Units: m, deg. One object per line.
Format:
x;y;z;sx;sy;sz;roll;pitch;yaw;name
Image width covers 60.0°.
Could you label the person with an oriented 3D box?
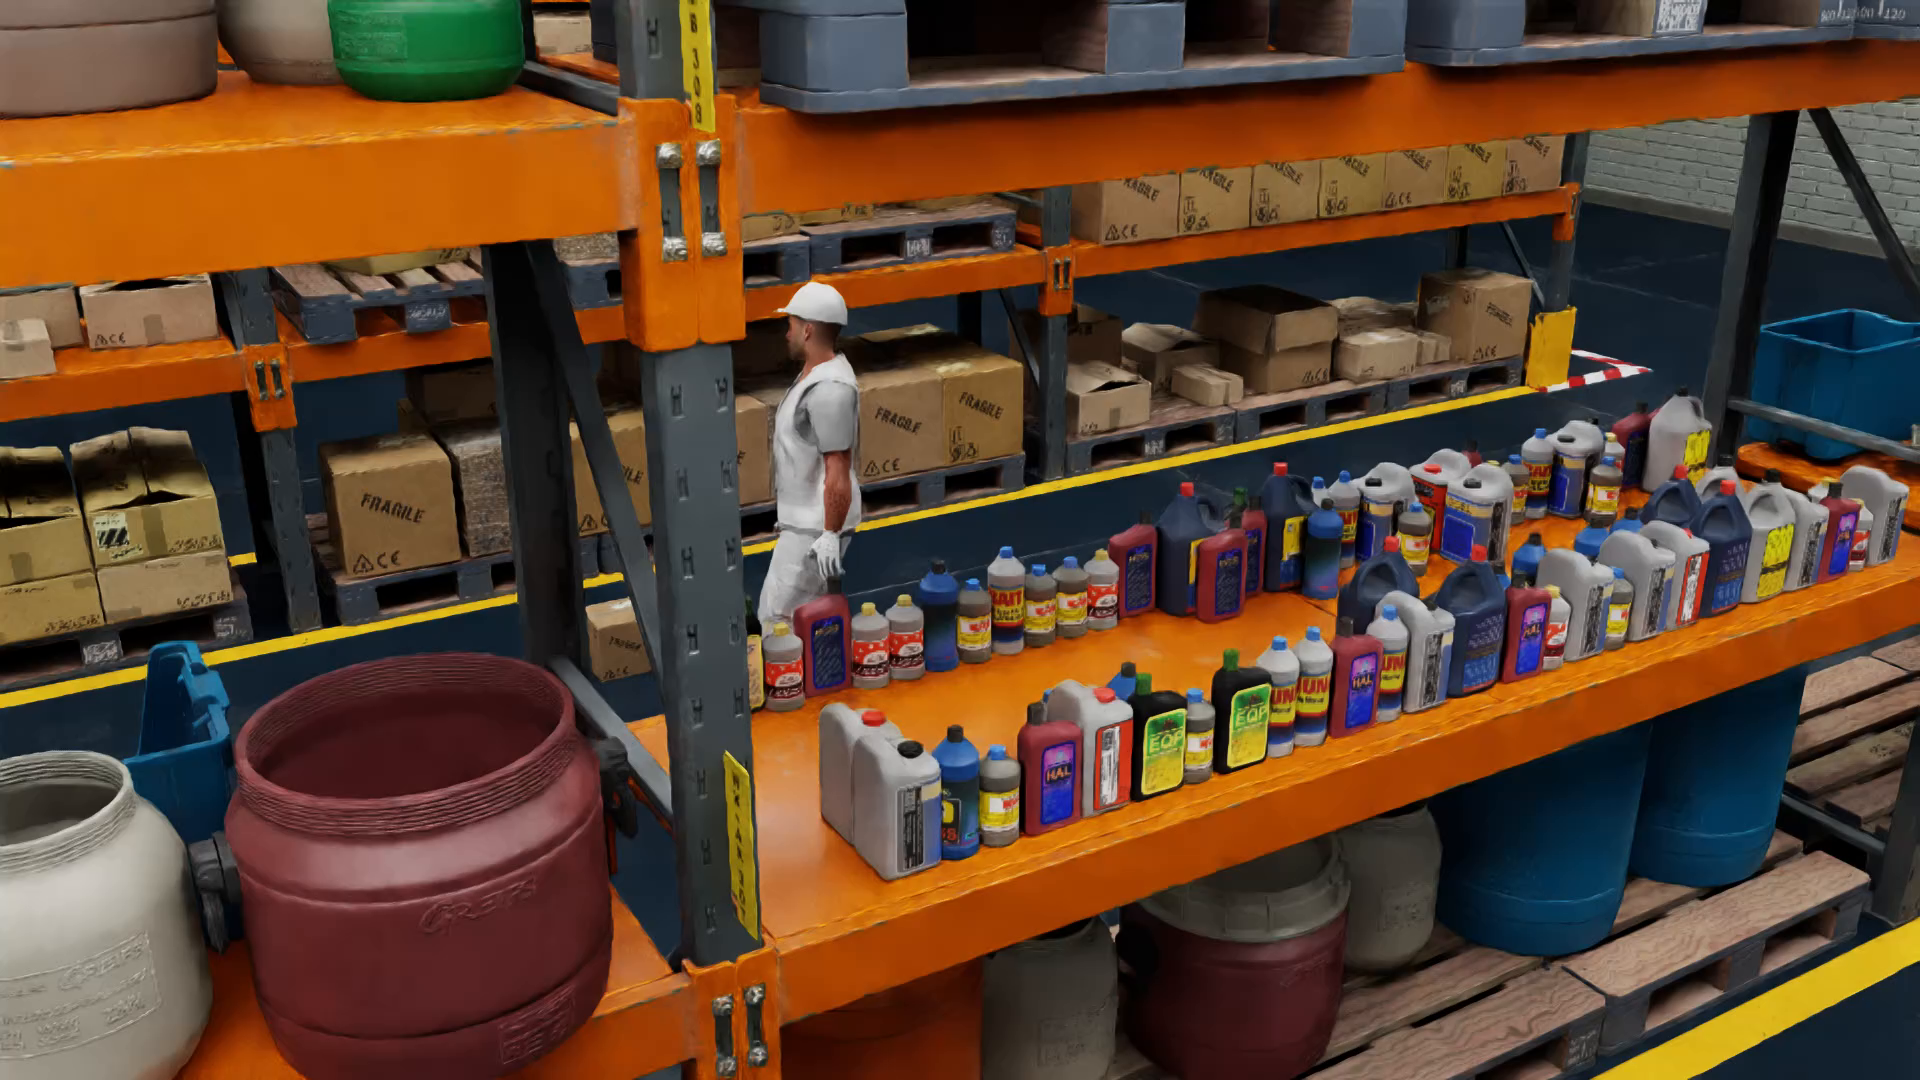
-0.506;-0.056;6.162;0.501;1.768;0.565;-1;22;-2;person
